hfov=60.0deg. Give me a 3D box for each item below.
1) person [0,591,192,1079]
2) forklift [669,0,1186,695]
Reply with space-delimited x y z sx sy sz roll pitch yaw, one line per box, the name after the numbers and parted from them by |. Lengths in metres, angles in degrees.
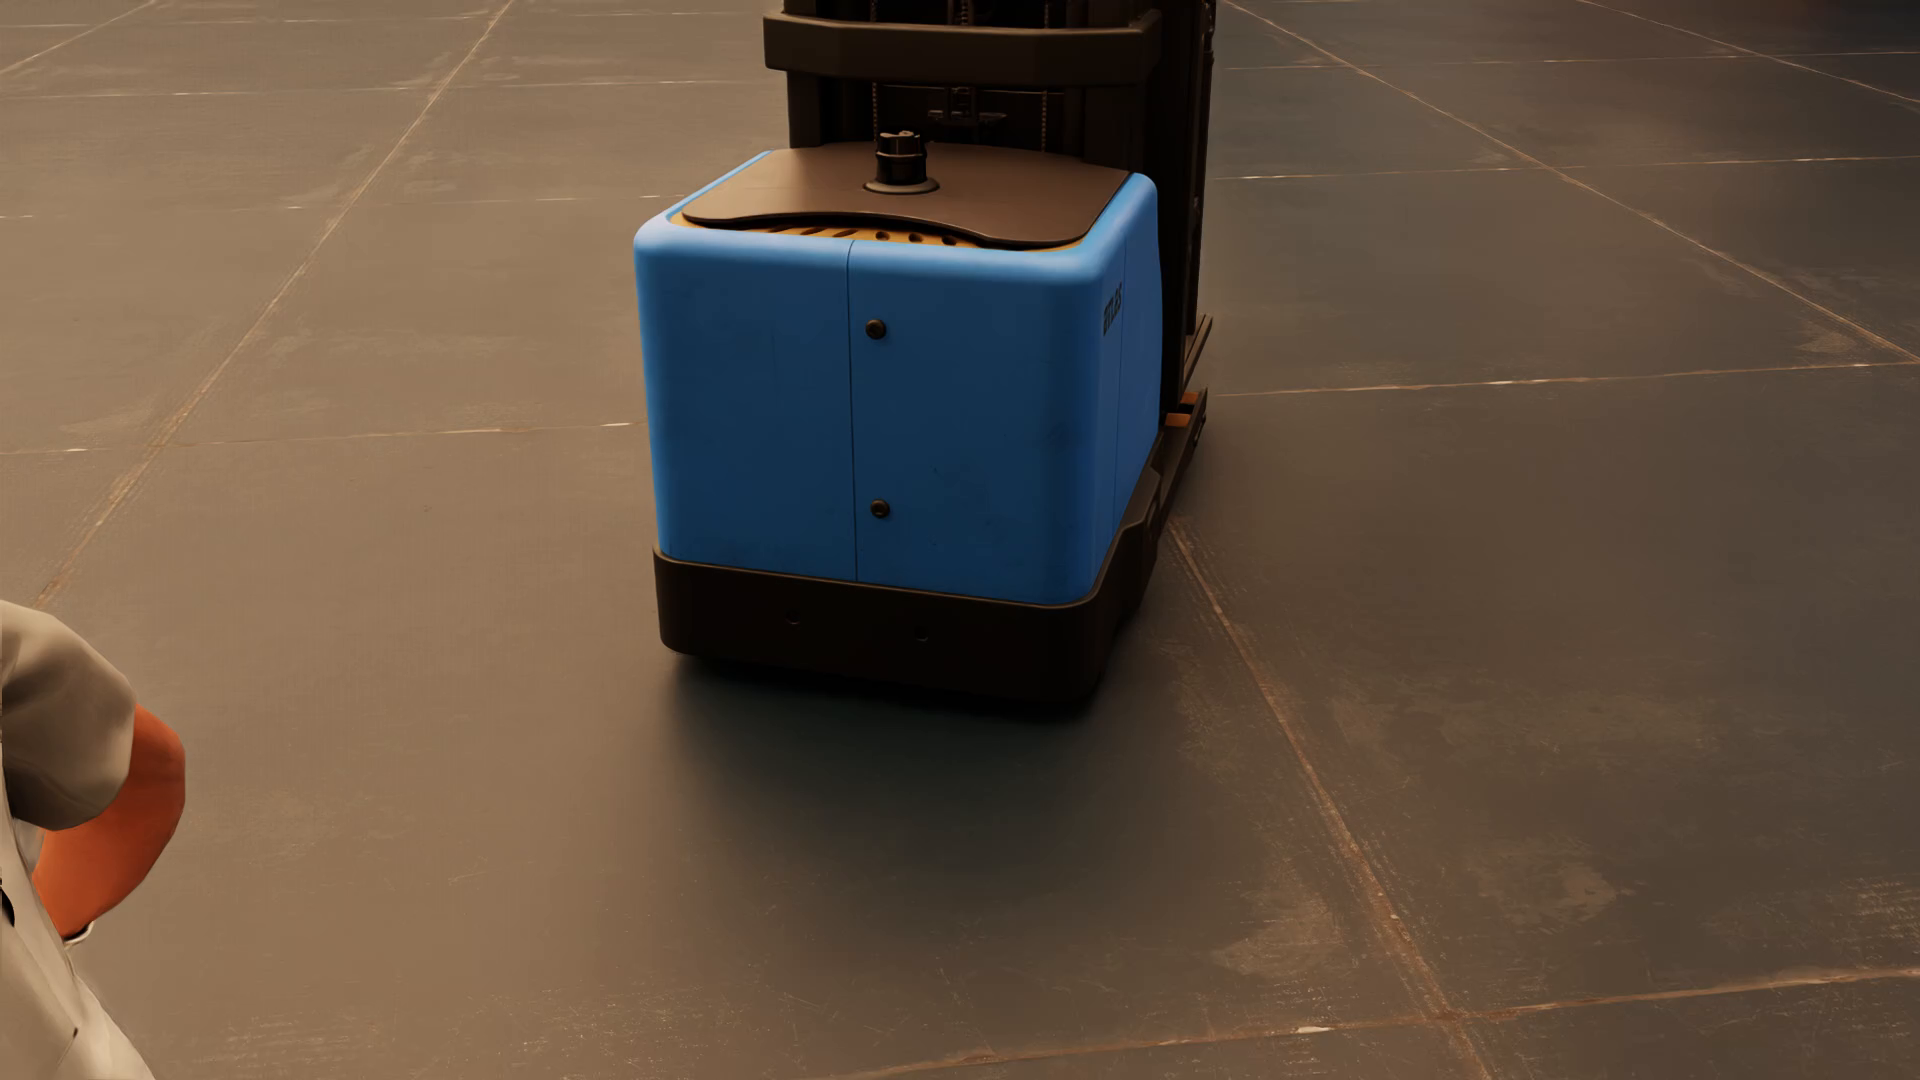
-0.928 0.597 1.323 0.513 1.777 0.751 2 26 5 | person
0.075 -1.583 4.515 1.130 2.935 3.031 3 26 7 | forklift
